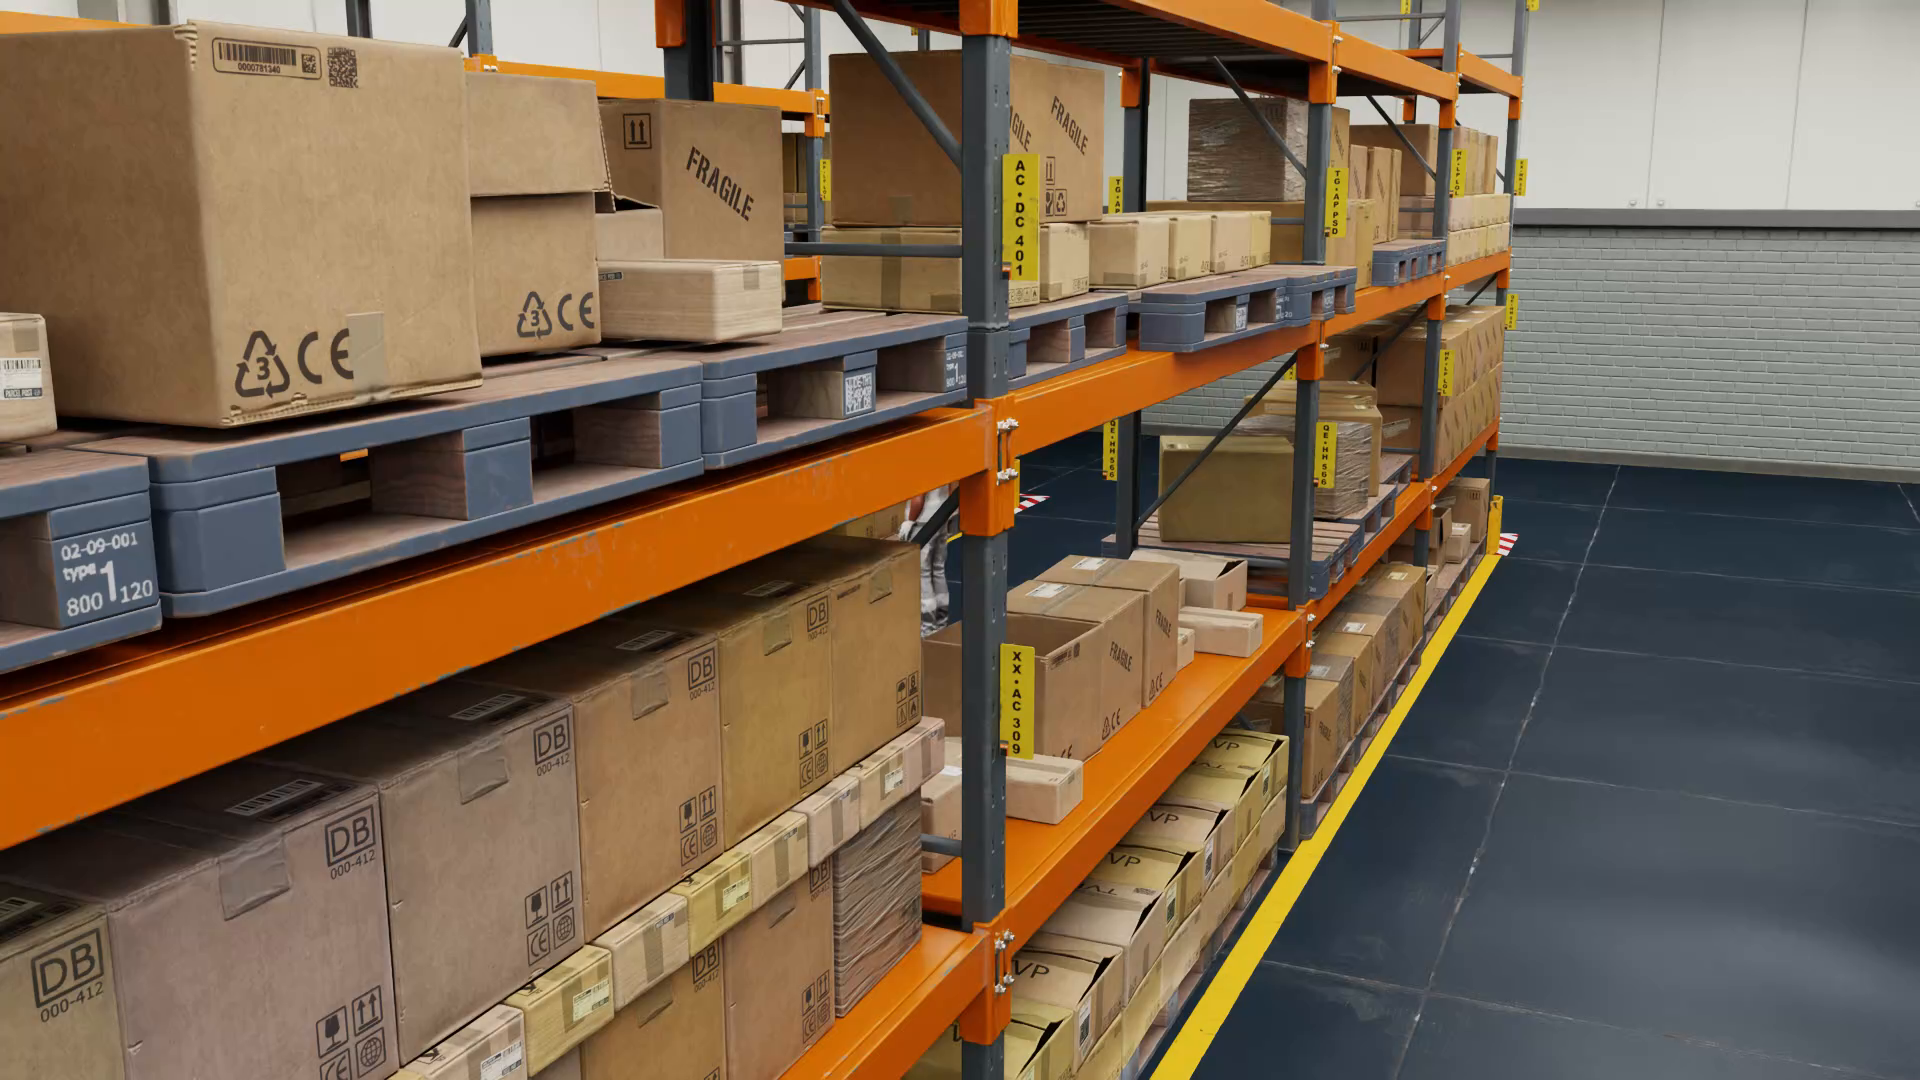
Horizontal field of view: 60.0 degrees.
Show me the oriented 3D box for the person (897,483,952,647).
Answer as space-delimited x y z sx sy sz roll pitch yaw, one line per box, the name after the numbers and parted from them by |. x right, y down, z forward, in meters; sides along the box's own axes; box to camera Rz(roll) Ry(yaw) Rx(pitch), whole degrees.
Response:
-0.257 -0.112 12.375 0.361 1.816 0.556 6 13 24 | person
